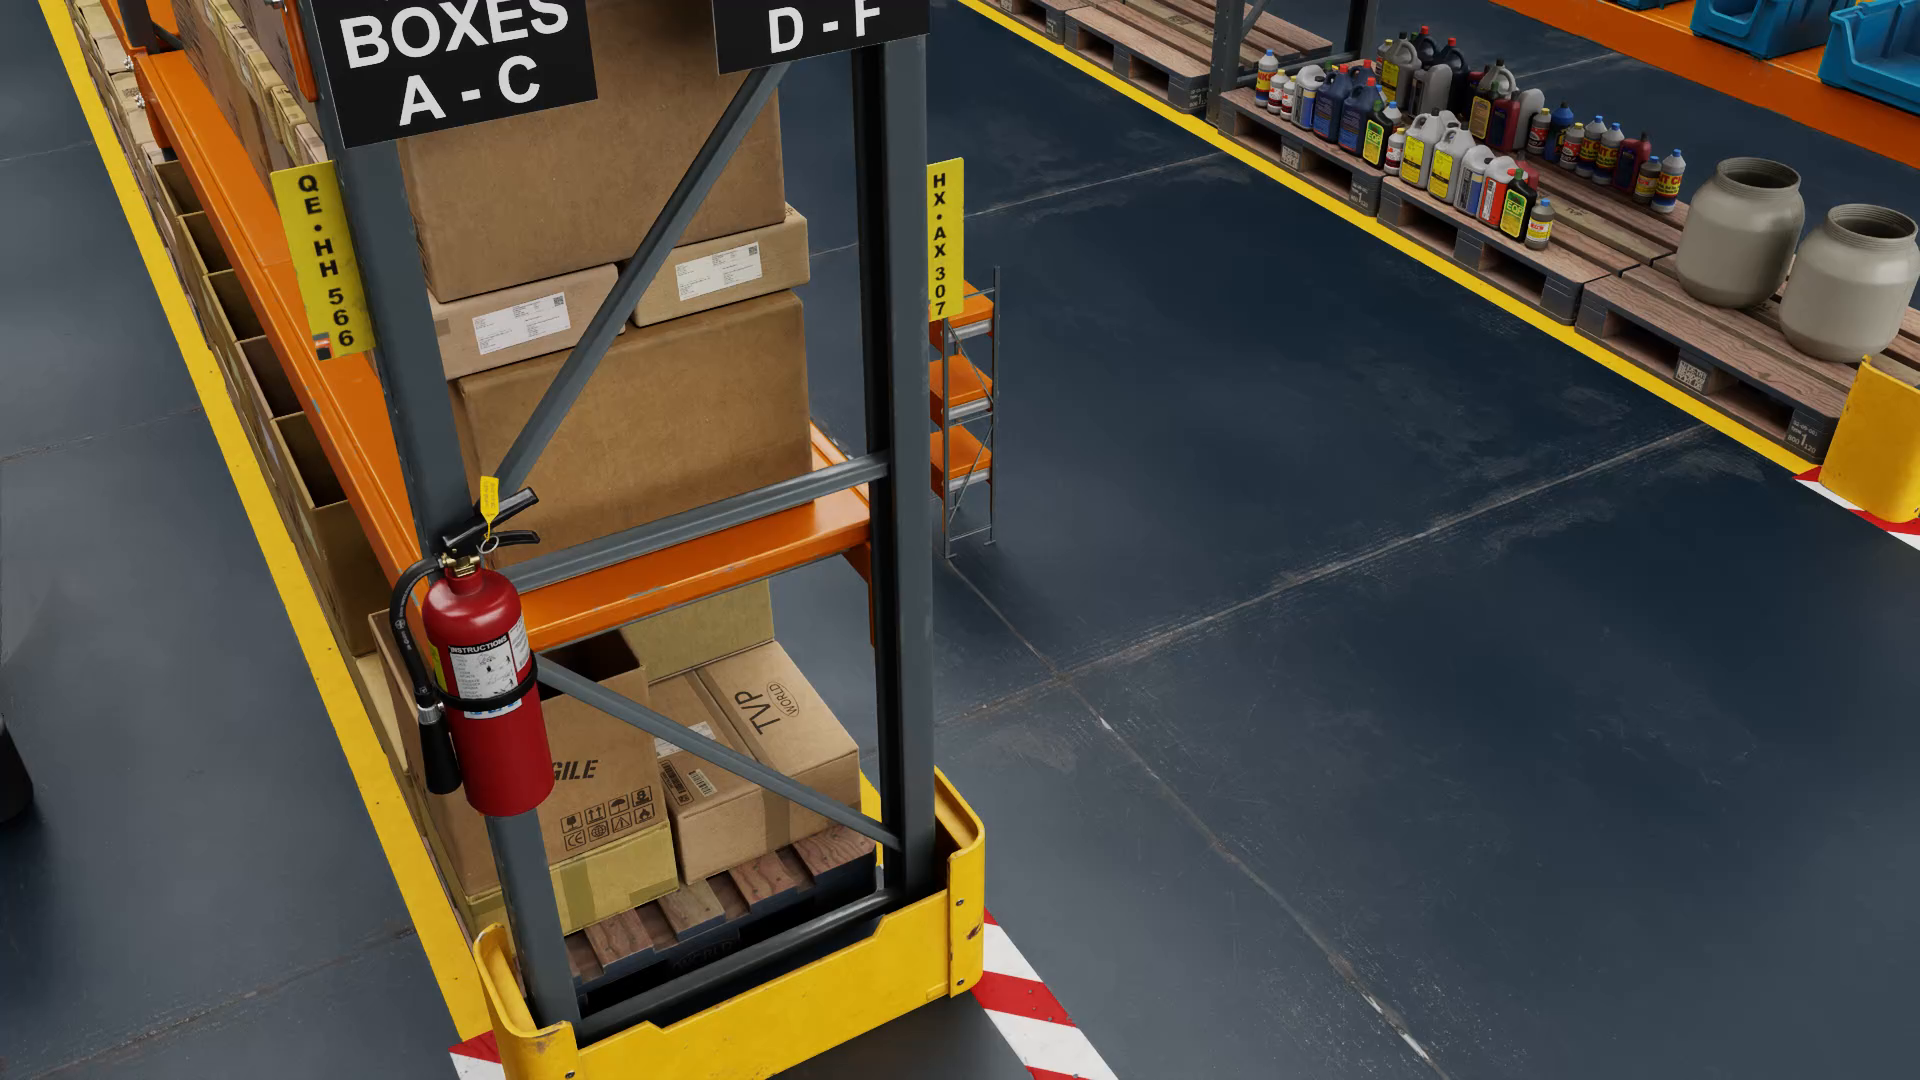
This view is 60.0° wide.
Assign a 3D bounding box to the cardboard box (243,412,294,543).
[{"bbox_3d":[-2.066,-0.286,5.574,0.500,0.250,0.500,-19,40,-24],"label":"cardboard box"}]

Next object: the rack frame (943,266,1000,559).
[{"bbox_3d":[0.034,-0.389,5.393,0.200,1.050,0.008,-19,40,-24],"label":"rack frame"}]

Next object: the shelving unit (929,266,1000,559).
[{"bbox_3d":[-0.027,-0.451,5.478,0.215,1.050,0.252,-19,40,-24],"label":"shelving unit"}]

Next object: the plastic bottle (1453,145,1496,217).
[{"bbox_3d":[2.290,-1.584,7.312,0.152,0.276,0.135,-20,41,-25],"label":"plastic bottle"}]

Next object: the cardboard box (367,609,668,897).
[{"bbox_3d":[-1.047,0.426,3.962,0.500,0.500,0.500,-19,40,-24],"label":"cardboard box"}]

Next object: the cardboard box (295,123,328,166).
[{"bbox_3d":[-1.263,-0.859,3.749,0.380,0.149,0.250,-18,40,-23],"label":"cardboard box"}]

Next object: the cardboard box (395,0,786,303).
[{"bbox_3d":[-0.771,-0.859,3.199,0.700,0.500,0.500,-19,40,-24],"label":"cardboard box"}]

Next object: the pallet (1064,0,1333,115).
[{"bbox_3d":[1.326,-2.795,9.398,1.003,0.211,1.213,-19,40,-24],"label":"pallet"}]

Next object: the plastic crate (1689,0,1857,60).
[{"bbox_3d":[2.933,-1.932,5.978,0.499,0.251,0.408,-19,40,-24],"label":"plastic crate"}]

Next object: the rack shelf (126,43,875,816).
[{"bbox_3d":[-1.525,-0.756,4.851,1.077,0.370,4.000,-19,40,-24],"label":"rack shelf"}]

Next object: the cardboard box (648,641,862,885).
[{"bbox_3d":[-0.598,0.575,4.395,0.500,0.250,0.500,-19,40,-24],"label":"cardboard box"}]

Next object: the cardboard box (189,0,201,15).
[{"bbox_3d":[-2.048,-1.653,4.836,0.380,0.149,0.250,-20,41,-25],"label":"cardboard box"}]

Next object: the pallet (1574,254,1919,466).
[{"bbox_3d":[3.282,-0.807,6.676,1.003,0.211,1.213,-19,40,-24],"label":"pallet"}]

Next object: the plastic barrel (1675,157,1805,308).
[{"bbox_3d":[3.116,-1.226,6.638,0.421,0.512,0.421,0,36,0],"label":"plastic barrel"}]

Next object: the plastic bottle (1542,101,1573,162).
[{"bbox_3d":[2.798,-1.914,7.768,0.097,0.271,0.097,0,36,0],"label":"plastic bottle"}]

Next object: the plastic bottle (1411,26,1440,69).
[{"bbox_3d":[2.327,-2.397,8.362,0.144,0.351,0.185,-20,41,-25],"label":"plastic bottle"}]

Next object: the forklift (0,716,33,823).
[{"bbox_3d":[-3.976,-0.825,4.394,1.130,2.935,3.031,-30,45,-34],"label":"forklift"}]

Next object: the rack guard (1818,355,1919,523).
[{"bbox_3d":[3.685,-0.508,6.021,1.175,0.500,0.348,-19,40,-24],"label":"rack guard"}]

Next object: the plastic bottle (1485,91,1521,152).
[{"bbox_3d":[2.572,-1.991,7.863,0.061,0.283,0.133,-19,40,-24],"label":"plastic bottle"}]

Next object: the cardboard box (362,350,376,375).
[{"bbox_3d":[-1.257,-0.830,4.258,0.700,0.500,0.500,-19,40,-24],"label":"cardboard box"}]

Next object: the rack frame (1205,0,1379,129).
[{"bbox_3d":[1.754,-3.532,8.043,1.000,3.000,0.127,-19,40,-24],"label":"rack frame"}]

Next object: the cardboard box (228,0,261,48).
[{"bbox_3d":[-1.545,-1.638,4.265,0.700,0.500,0.500,-19,40,-24],"label":"cardboard box"}]

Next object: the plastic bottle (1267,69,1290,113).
[{"bbox_3d":[1.587,-2.235,8.267,0.097,0.201,0.097,0,36,0],"label":"plastic bottle"}]

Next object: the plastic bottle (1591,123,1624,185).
[{"bbox_3d":[2.950,-1.760,7.556,0.097,0.271,0.097,0,36,0],"label":"plastic bottle"}]

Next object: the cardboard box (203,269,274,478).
[{"bbox_3d":[-2.065,-0.589,5.353,0.500,0.500,0.500,-19,40,-24],"label":"cardboard box"}]

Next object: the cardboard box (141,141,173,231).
[{"bbox_3d":[-2.982,-1.473,6.724,0.500,0.311,0.500,-19,40,-24],"label":"cardboard box"}]

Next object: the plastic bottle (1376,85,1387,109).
[{"bbox_3d":[1.978,-2.035,7.933,0.097,0.271,0.097,0,36,0],"label":"plastic bottle"}]

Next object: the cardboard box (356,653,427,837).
[{"bbox_3d":[-1.307,0.477,4.529,0.500,0.250,0.500,-19,40,-24],"label":"cardboard box"}]

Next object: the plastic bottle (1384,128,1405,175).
[{"bbox_3d":[2.018,-1.798,7.667,0.097,0.201,0.097,0,36,0],"label":"plastic bottle"}]

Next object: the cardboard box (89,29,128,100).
[{"bbox_3d":[-3.746,-2.249,7.786,0.500,0.311,0.500,-19,40,-24],"label":"cardboard box"}]

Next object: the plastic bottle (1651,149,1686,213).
[{"bbox_3d":[3.123,-1.585,7.317,0.097,0.271,0.097,0,36,0],"label":"plastic bottle"}]

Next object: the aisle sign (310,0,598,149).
[{"bbox_3d":[-0.742,-0.956,2.311,0.394,0.787,0.004,-19,40,-24],"label":"aisle sign"}]

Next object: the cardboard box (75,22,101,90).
[{"bbox_3d":[-4.277,-2.555,8.680,0.500,0.250,0.500,-20,41,-25],"label":"cardboard box"}]

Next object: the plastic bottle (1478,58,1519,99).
[{"bbox_3d":[2.586,-2.134,8.002,0.144,0.351,0.185,-19,40,-24],"label":"plastic bottle"}]

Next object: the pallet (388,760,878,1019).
[{"bbox_3d":[-0.941,0.722,4.582,1.003,0.211,1.213,-19,40,-24],"label":"pallet"}]

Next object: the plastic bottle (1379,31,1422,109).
[{"bbox_3d":[2.203,-2.354,8.303,0.144,0.351,0.185,-19,40,-24],"label":"plastic bottle"}]

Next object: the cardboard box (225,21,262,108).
[{"bbox_3d":[-1.658,-1.257,4.294,0.380,0.149,0.250,-19,40,-25],"label":"cardboard box"}]

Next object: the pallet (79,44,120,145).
[{"bbox_3d":[-4.160,-2.549,9.060,1.003,0.211,1.213,-19,40,-24],"label":"pallet"}]

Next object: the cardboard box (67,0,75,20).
[{"bbox_3d":[-4.531,-3.038,8.866,0.500,0.311,0.500,-18,40,-22],"label":"cardboard box"}]

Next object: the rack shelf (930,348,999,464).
[{"bbox_3d":[-0.027,-0.443,5.484,0.215,0.259,0.240,-19,40,-24],"label":"rack shelf"}]

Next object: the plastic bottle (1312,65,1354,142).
[{"bbox_3d":[1.801,-2.105,7.962,0.144,0.351,0.185,-18,40,-23],"label":"plastic bottle"}]

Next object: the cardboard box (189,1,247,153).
[{"bbox_3d":[-2.031,-1.615,5.333,0.700,0.500,0.500,-19,40,-24],"label":"cardboard box"}]

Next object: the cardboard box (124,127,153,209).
[{"bbox_3d":[-3.499,-1.770,7.606,0.500,0.250,0.500,-18,40,-23],"label":"cardboard box"}]

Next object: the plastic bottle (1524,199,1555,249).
[{"bbox_3d":[2.462,-1.346,7.050,0.097,0.201,0.097,0,36,0],"label":"plastic bottle"}]
